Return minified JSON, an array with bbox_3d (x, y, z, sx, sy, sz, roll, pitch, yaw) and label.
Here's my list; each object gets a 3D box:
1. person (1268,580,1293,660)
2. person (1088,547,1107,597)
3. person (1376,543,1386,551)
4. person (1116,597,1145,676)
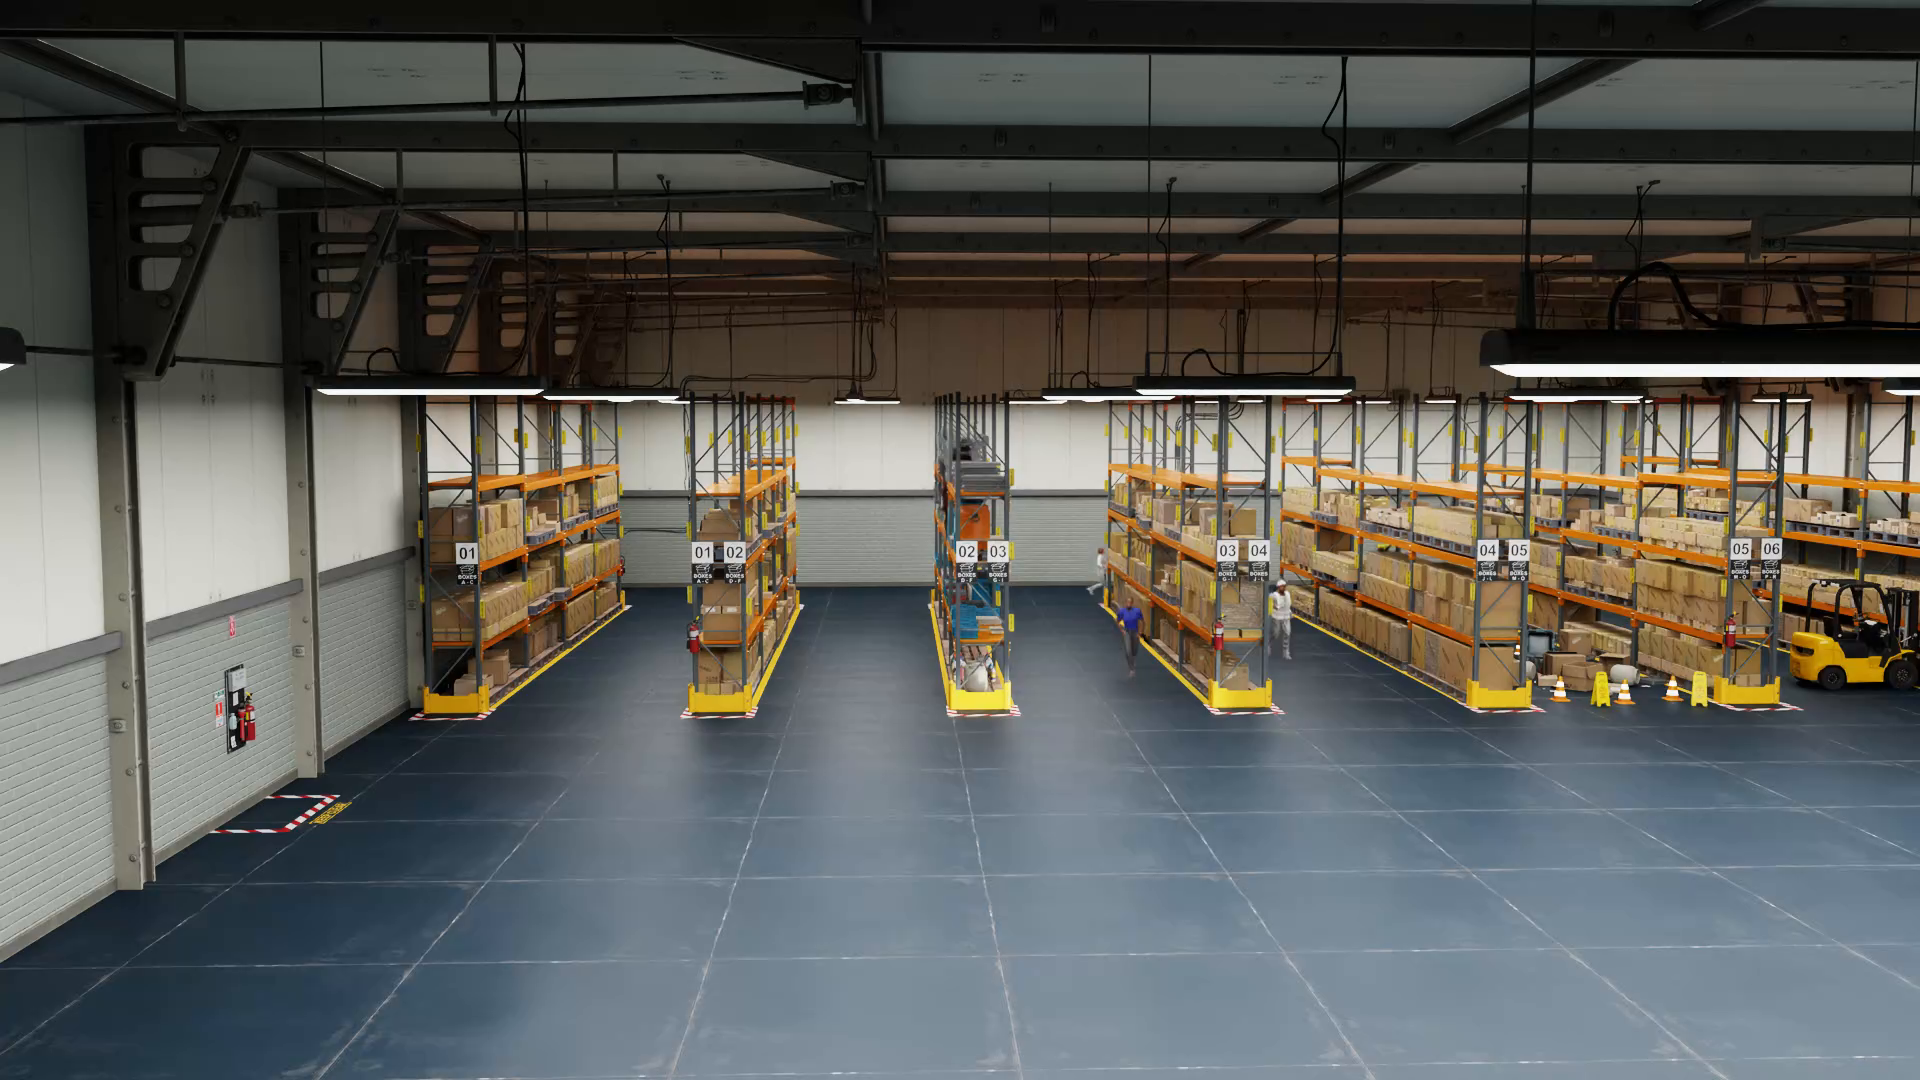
[{"bbox_3d":[7.262,1.788,37.743,0.704,1.767,0.943,-2,5,-19],"label":"person"},{"bbox_3d":[4.186,0.986,49.437,0.739,1.568,0.549,1,5,18],"label":"person"},{"bbox_3d":[12.603,0.922,49.246,0.843,1.678,0.684,-1,5,-7],"label":"person"},{"bbox_3d":[3.483,1.945,34.057,0.588,1.609,0.737,0,5,1],"label":"person"}]
